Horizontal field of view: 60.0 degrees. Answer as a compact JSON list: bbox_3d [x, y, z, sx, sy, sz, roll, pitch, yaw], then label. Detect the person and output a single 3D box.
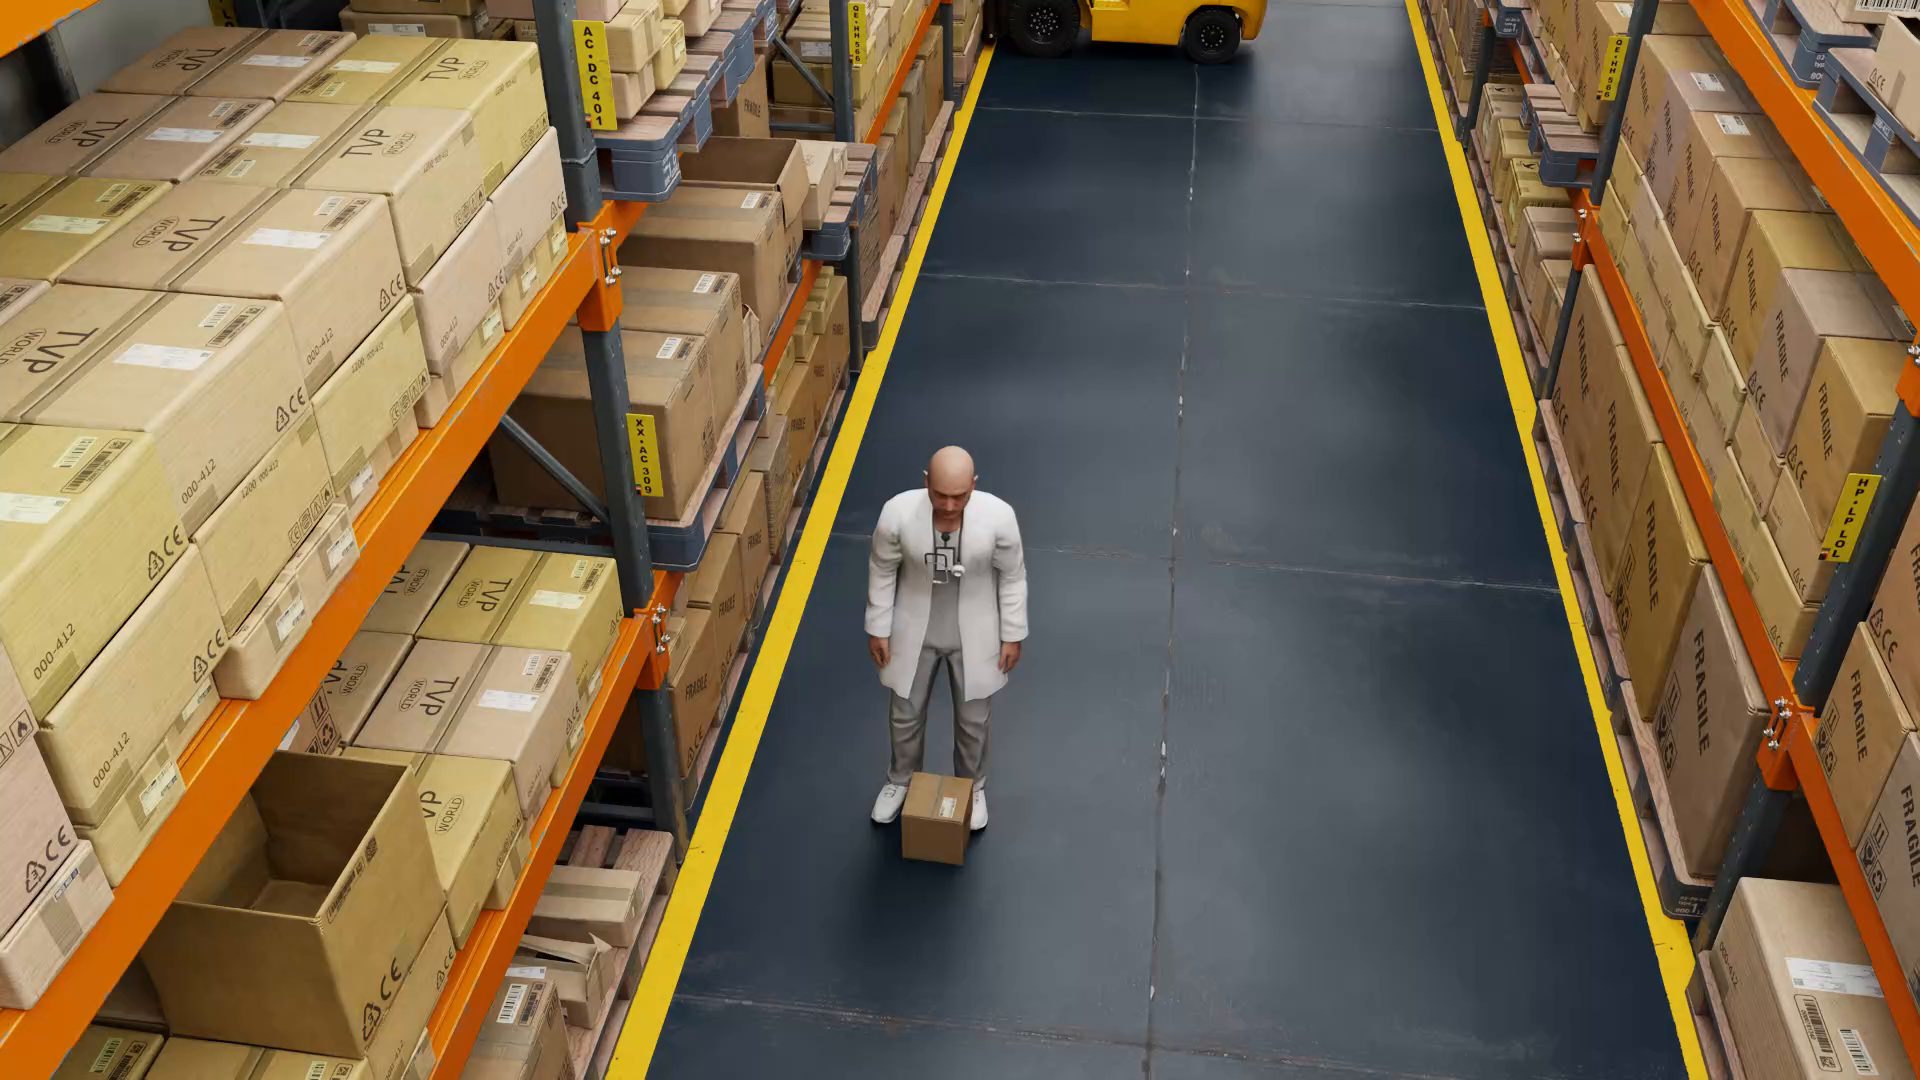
[{"bbox_3d":[-0.055,0.372,6.537,0.648,1.772,0.429,2,36,3],"label":"person"}]
